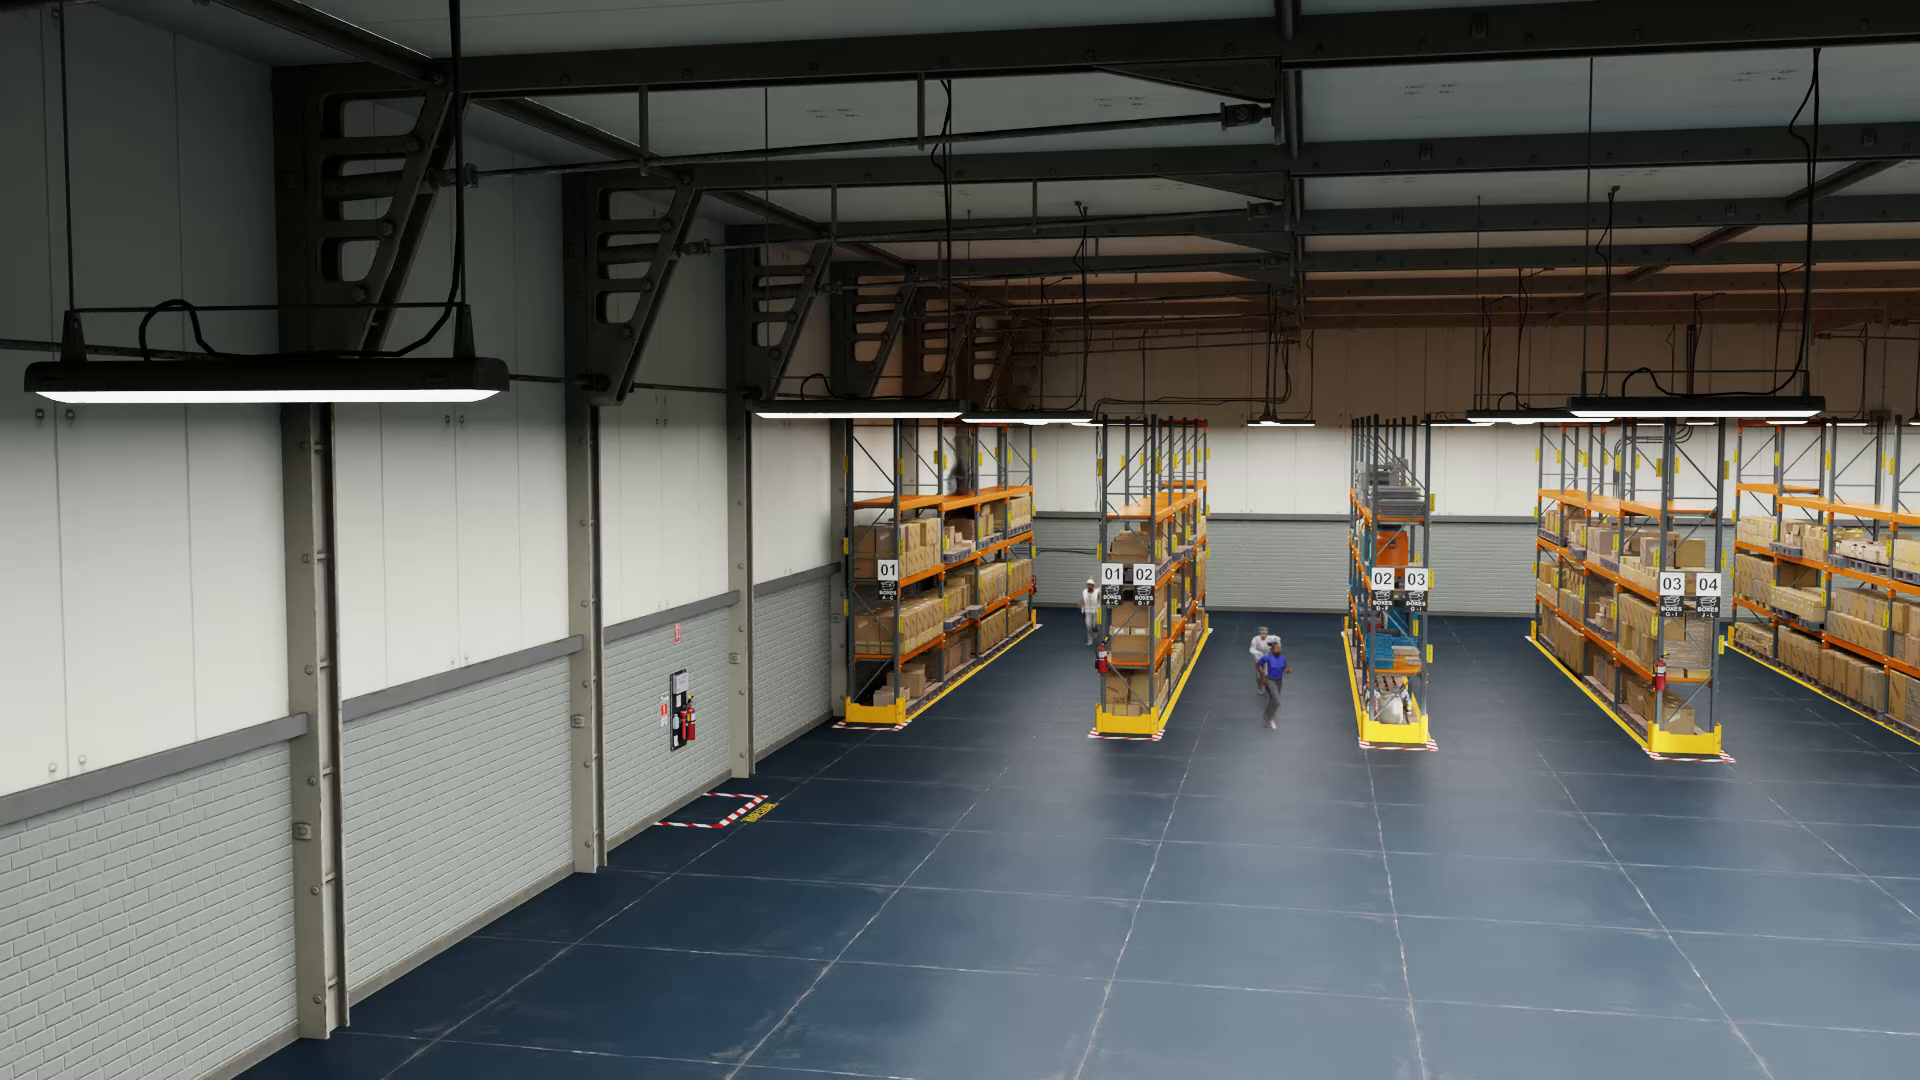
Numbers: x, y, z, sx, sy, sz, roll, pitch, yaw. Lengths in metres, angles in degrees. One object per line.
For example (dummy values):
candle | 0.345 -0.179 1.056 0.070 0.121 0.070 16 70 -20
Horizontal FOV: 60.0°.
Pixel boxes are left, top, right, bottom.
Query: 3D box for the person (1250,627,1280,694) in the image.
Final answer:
person | 6.535 2.586 35.655 0.647 1.497 0.884 0 4 7

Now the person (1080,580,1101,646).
person | 3.513 1.920 44.110 0.685 1.756 0.679 1 4 17

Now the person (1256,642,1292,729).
person | 6.025 2.797 31.873 0.577 1.690 0.760 -2 4 -26
